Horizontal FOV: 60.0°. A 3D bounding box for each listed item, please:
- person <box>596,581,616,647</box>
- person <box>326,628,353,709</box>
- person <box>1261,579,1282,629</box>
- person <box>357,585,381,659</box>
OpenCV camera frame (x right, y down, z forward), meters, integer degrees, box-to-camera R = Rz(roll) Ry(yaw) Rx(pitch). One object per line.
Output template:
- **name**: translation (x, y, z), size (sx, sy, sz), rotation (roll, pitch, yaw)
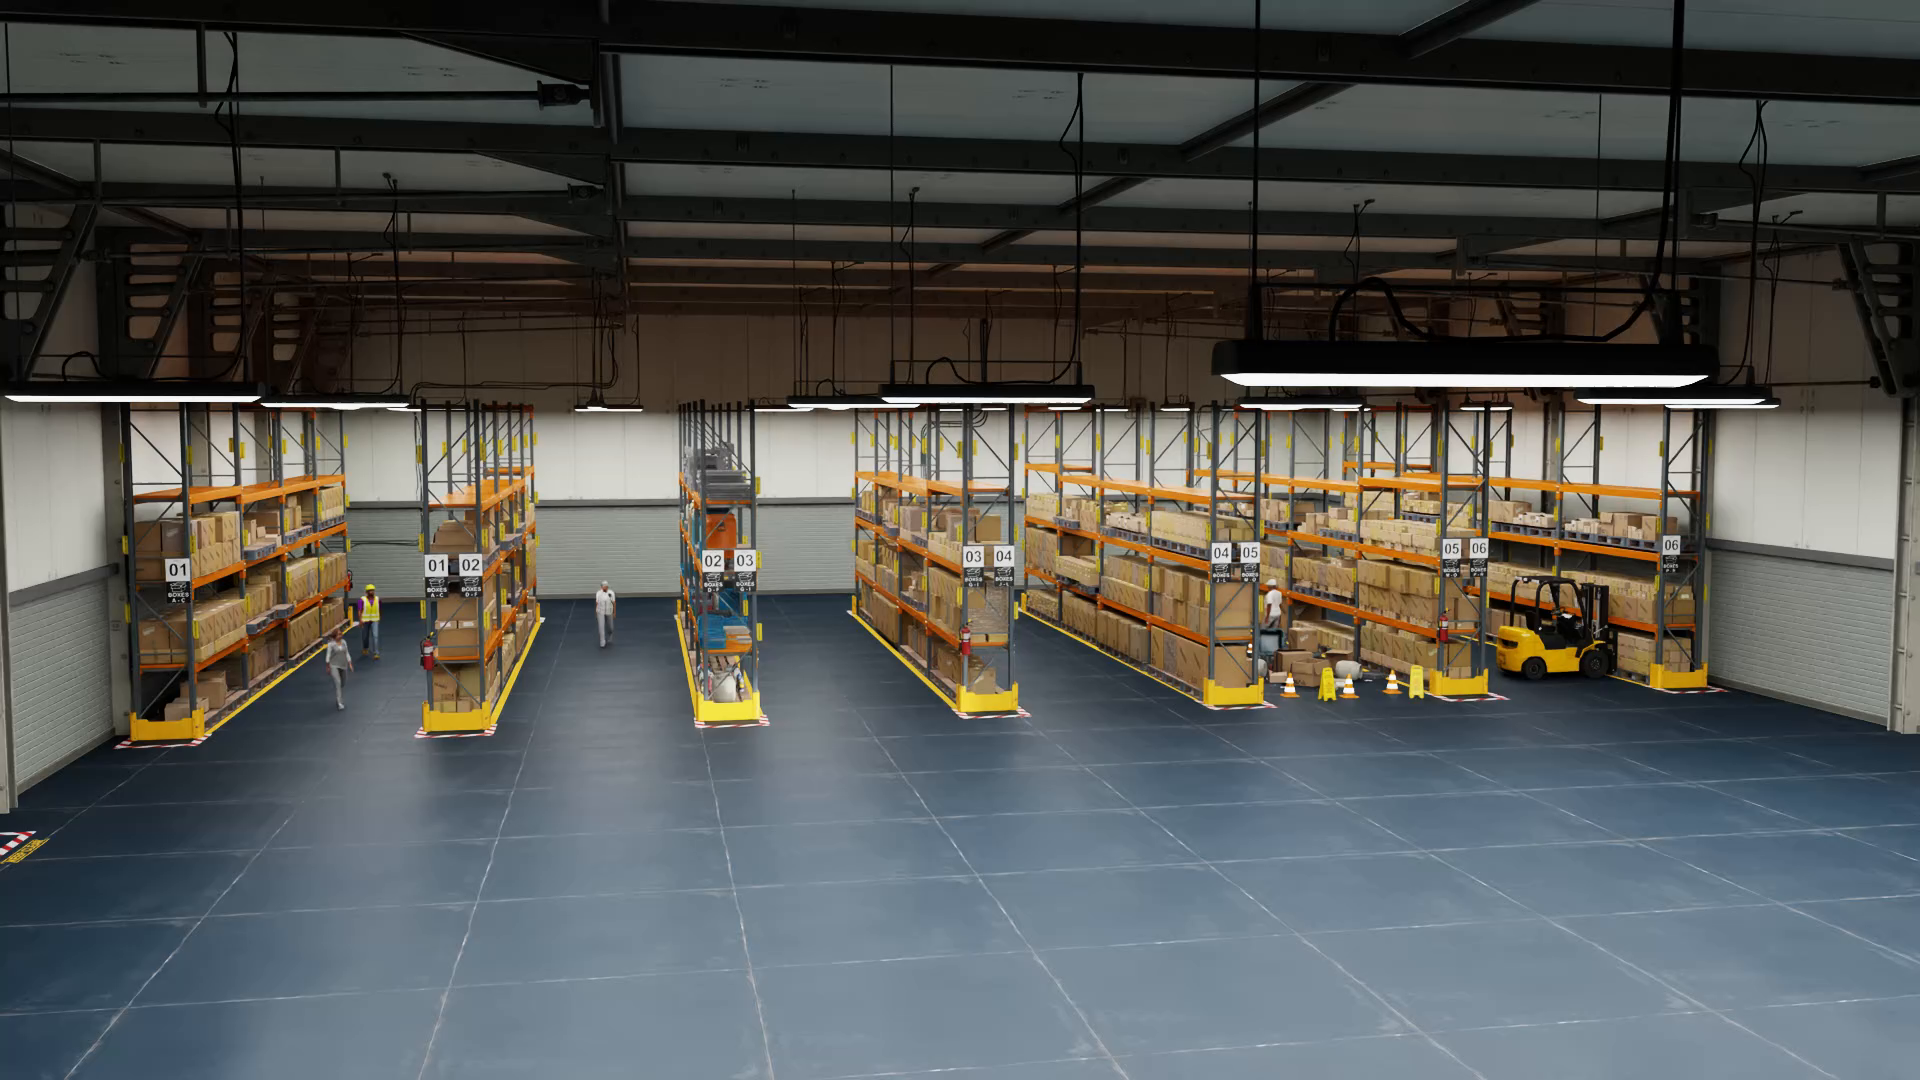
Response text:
- **person**: translation (-8.757, 1.799, 41.109), size (0.485, 1.617, 0.857), rotation (-1, 4, -13)
- **person**: translation (-12.147, 2.487, 32.485), size (0.469, 1.524, 0.980), rotation (-3, 5, -36)
- **person**: translation (7.507, 1.833, 40.005), size (0.612, 1.785, 0.407), rotation (-4, 6, -43)
- **person**: translation (-13.849, 1.906, 39.011), size (0.530, 1.728, 1.036), rotation (-2, 5, -20)
